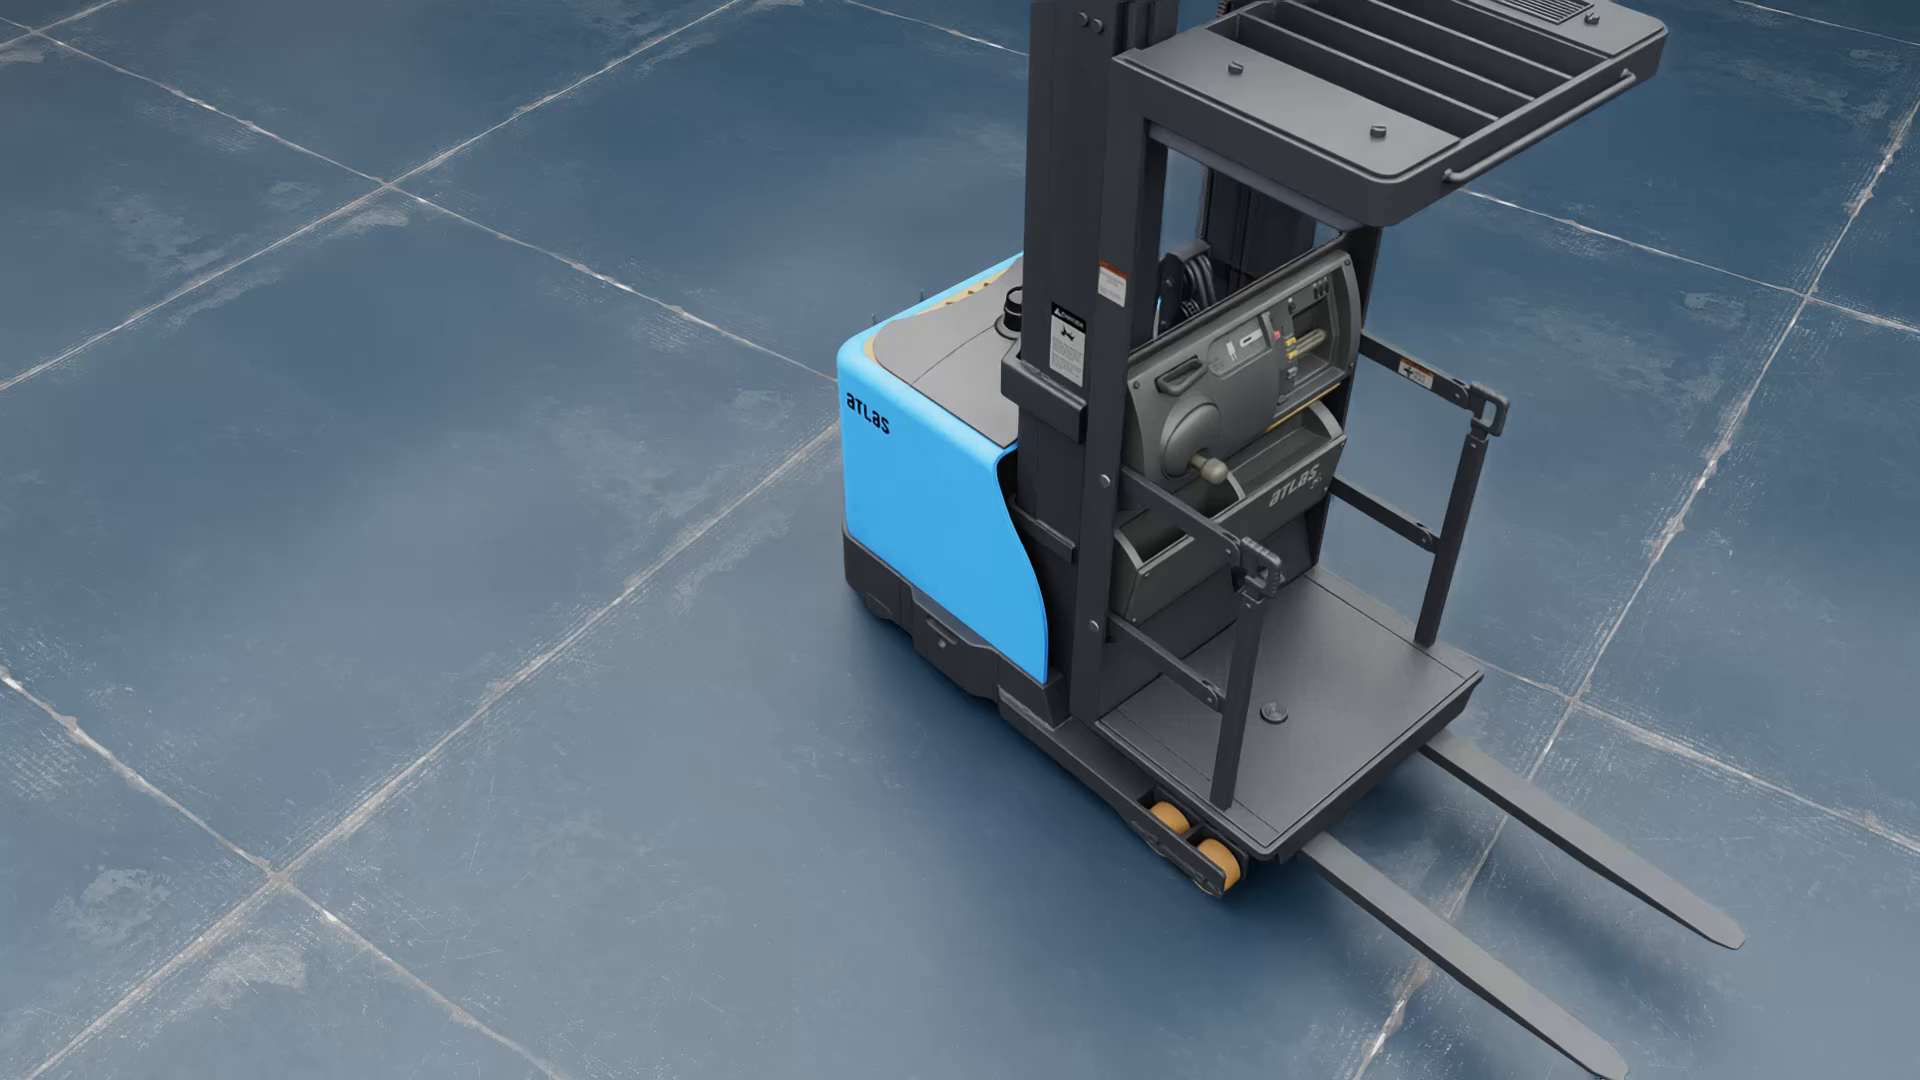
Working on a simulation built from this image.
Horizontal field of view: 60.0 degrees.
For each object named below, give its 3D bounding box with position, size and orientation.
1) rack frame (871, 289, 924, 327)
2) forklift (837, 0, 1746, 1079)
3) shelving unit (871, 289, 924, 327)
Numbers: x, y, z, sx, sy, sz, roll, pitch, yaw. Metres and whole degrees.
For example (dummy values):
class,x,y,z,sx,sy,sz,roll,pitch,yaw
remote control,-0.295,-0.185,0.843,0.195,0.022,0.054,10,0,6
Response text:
class,x,y,z,sx,sy,sz,roll,pitch,yaw
rack frame,-0.217,-0.499,6.133,0.240,0.900,0.006,-31,50,-30
forklift,0.947,-0.407,4.507,1.130,2.935,3.031,-31,50,-30
shelving unit,-0.149,-0.449,6.077,0.258,0.900,0.210,-31,50,-30
